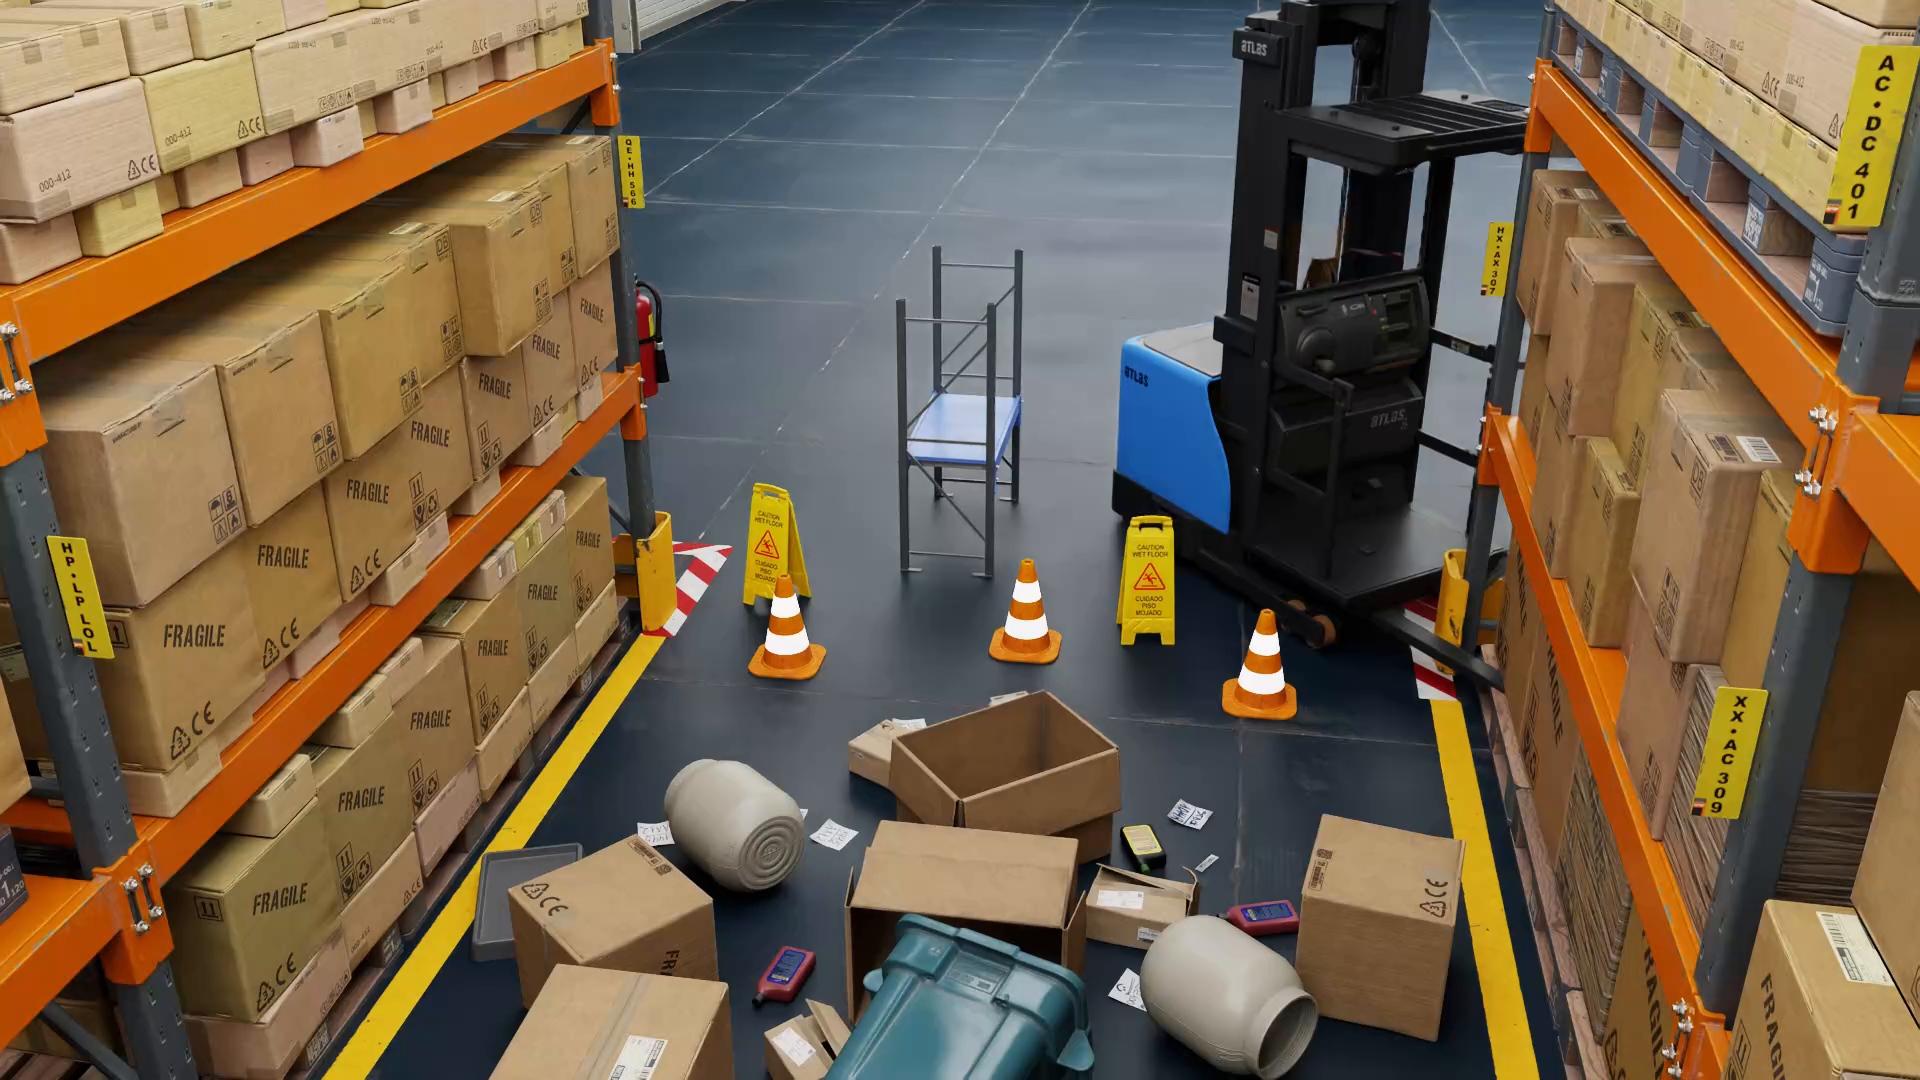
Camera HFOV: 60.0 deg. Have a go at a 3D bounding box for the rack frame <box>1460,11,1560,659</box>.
[{"bbox_3d":[2.868,-0.743,7.299,1.000,3.000,0.127,4,25,9],"label":"rack frame"}]

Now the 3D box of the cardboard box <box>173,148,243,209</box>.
[{"bbox_3d":[-2.283,-1.048,4.709,0.380,0.149,0.250,5,26,10],"label":"cardboard box"}]

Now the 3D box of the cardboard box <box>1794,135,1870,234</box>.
[{"bbox_3d":[1.958,-0.725,3.405,0.380,0.149,0.250,4,25,8],"label":"cardboard box"}]

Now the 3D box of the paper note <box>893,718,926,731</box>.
[{"bbox_3d":[-0.223,0.834,7.432,0.148,0.019,0.142,-5,25,-10],"label":"paper note"}]

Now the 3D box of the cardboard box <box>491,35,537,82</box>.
[{"bbox_3d":[-1.900,-1.905,6.539,0.380,0.149,0.250,5,26,10],"label":"cardboard box"}]

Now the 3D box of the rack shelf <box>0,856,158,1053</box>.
[{"bbox_3d":[-3.013,1.791,2.733,1.077,0.370,4.000,4,25,9],"label":"rack shelf"}]

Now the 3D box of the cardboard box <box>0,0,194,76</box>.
[{"bbox_3d":[-2.246,-1.307,4.320,0.380,0.149,0.250,3,25,7],"label":"cardboard box"}]

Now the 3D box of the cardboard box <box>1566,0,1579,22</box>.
[{"bbox_3d":[2.455,-1.996,6.120,0.380,0.149,0.250,4,25,9],"label":"cardboard box"}]

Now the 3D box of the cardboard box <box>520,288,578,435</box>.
[{"bbox_3d":[-1.935,-0.769,6.885,0.500,0.500,0.500,4,25,9],"label":"cardboard box"}]

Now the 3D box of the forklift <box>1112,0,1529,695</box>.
[{"bbox_3d":[2.042,-1.017,7.966,1.130,2.935,3.031,-14,28,-27],"label":"forklift"}]

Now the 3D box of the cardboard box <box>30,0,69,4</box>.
[{"bbox_3d":[-2.694,-1.561,4.865,0.380,0.149,0.250,4,25,7],"label":"cardboard box"}]

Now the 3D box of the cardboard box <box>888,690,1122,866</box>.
[{"bbox_3d":[0.179,0.997,6.527,0.797,0.503,0.637,-14,29,-27],"label":"cardboard box"}]

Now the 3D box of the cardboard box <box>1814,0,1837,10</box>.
[{"bbox_3d":[2.001,-1.192,3.463,0.380,0.149,0.250,4,25,8],"label":"cardboard box"}]

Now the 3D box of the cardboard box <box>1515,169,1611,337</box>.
[{"bbox_3d":[2.769,-1.148,6.713,0.875,0.550,0.550,4,25,9],"label":"cardboard box"}]

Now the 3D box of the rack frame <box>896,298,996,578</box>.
[{"bbox_3d":[-0.069,-0.502,8.554,0.500,1.500,0.032,4,25,9],"label":"rack frame"}]

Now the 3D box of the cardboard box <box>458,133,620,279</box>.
[{"bbox_3d":[-1.900,-1.448,7.157,0.700,0.500,0.500,3,25,7],"label":"cardboard box"}]

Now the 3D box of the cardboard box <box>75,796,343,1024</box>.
[{"bbox_3d":[-2.323,1.117,5.190,0.500,0.500,0.500,5,26,11],"label":"cardboard box"}]

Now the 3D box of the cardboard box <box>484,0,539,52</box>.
[{"bbox_3d":[-1.946,-2.027,6.330,0.500,0.250,0.500,4,25,8],"label":"cardboard box"}]

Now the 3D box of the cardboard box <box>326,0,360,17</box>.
[{"bbox_3d":[-2.140,-1.742,5.251,0.380,0.149,0.250,5,25,10],"label":"cardboard box"}]

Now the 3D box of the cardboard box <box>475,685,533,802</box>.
[{"bbox_3d":[-2.071,0.803,6.744,0.500,0.250,0.500,3,25,7],"label":"cardboard box"}]

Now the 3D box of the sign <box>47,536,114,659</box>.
[{"bbox_3d":[-2.138,0.142,4.043,0.100,0.325,0.005,4,25,9],"label":"sign"}]

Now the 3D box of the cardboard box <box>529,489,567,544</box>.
[{"bbox_3d":[-1.899,-0.111,7.047,0.380,0.149,0.250,5,26,10],"label":"cardboard box"}]

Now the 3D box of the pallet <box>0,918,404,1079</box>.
[{"bbox_3d":[-2.611,1.609,5.564,1.003,0.211,1.213,4,25,9],"label":"pallet"}]

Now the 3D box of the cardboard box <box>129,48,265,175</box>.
[{"bbox_3d":[-2.269,-1.178,4.515,0.500,0.250,0.500,4,25,8],"label":"cardboard box"}]

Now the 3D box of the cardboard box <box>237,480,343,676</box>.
[{"bbox_3d":[-2.280,0.073,5.087,0.500,0.500,0.500,4,25,8],"label":"cardboard box"}]

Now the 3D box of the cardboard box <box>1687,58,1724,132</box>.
[{"bbox_3d":[2.124,-1.150,4.313,0.380,0.149,0.250,4,25,9],"label":"cardboard box"}]

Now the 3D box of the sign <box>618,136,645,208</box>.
[{"bbox_3d":[-1.488,-1.665,7.529,0.100,0.325,0.005,4,25,9],"label":"sign"}]

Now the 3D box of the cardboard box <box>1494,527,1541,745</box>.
[{"bbox_3d":[2.822,0.317,7.045,0.875,0.875,0.875,4,25,9],"label":"cardboard box"}]

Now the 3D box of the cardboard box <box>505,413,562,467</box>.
[{"bbox_3d":[-1.889,-0.430,6.926,0.380,0.149,0.250,4,25,9],"label":"cardboard box"}]

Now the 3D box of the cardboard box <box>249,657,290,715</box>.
[{"bbox_3d":[-2.314,0.411,5.130,0.380,0.149,0.250,4,25,8],"label":"cardboard box"}]

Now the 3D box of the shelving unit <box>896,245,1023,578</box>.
[{"bbox_3d":[0.014,-0.715,9.008,0.538,1.500,1.048,4,25,9],"label":"shelving unit"}]

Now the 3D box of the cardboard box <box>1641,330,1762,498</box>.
[{"bbox_3d":[2.508,-0.234,4.760,0.875,0.550,0.550,4,25,9],"label":"cardboard box"}]

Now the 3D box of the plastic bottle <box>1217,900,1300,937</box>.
[{"bbox_3d":[1.105,1.409,6.168,0.283,0.061,0.133,-5,25,-10],"label":"plastic bottle"}]

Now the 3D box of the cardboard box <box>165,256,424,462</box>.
[{"bbox_3d":[-2.186,-0.593,5.330,0.700,0.500,0.500,3,25,7],"label":"cardboard box"}]

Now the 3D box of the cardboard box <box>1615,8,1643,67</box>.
[{"bbox_3d":[2.289,-1.574,5.220,0.380,0.149,0.250,4,25,8],"label":"cardboard box"}]

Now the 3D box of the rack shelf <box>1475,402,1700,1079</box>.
[{"bbox_3d":[2.541,0.419,5.665,1.077,0.370,4.000,4,25,9],"label":"rack shelf"}]

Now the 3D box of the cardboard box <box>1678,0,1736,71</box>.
[{"bbox_3d":[2.208,-1.375,4.324,0.500,0.250,0.500,4,25,8],"label":"cardboard box"}]

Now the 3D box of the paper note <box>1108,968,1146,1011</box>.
[{"bbox_3d":[0.631,1.583,5.841,0.172,0.023,0.155,13,28,26],"label":"paper note"}]

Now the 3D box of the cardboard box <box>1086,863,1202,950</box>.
[{"bbox_3d":[0.678,1.322,6.113,0.396,0.266,0.258,8,26,18],"label":"cardboard box"}]

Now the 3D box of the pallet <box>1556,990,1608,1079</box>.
[{"bbox_3d":[2.416,1.880,4.984,1.003,0.211,1.213,4,25,9],"label":"pallet"}]

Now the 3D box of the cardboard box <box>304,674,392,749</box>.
[{"bbox_3d":[-2.161,0.560,5.615,0.380,0.149,0.250,5,26,11],"label":"cardboard box"}]

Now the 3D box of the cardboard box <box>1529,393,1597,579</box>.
[{"bbox_3d":[2.568,-0.196,5.953,0.875,0.550,0.550,4,25,9],"label":"cardboard box"}]

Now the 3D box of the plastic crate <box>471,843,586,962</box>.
[{"bbox_3d":[-1.620,1.352,6.268,0.402,0.080,0.583,-5,25,-10],"label":"plastic crate"}]

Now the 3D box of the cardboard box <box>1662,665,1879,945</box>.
[{"bbox_3d":[2.263,0.707,4.025,0.875,0.550,0.550,4,25,9],"label":"cardboard box"}]

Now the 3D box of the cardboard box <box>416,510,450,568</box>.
[{"bbox_3d":[-2.086,-0.008,6.026,0.380,0.149,0.250,4,25,8],"label":"cardboard box"}]

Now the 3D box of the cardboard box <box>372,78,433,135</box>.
[{"bbox_3d":[-2.021,-1.475,5.620,0.380,0.149,0.250,4,25,8],"label":"cardboard box"}]

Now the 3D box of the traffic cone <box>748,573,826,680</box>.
[{"bbox_3d":[-0.830,0.374,7.904,0.336,0.463,0.334,4,25,9],"label":"traffic cone"}]

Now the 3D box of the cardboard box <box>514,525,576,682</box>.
[{"bbox_3d":[-1.988,0.243,7.056,0.500,0.500,0.500,5,26,10],"label":"cardboard box"}]
